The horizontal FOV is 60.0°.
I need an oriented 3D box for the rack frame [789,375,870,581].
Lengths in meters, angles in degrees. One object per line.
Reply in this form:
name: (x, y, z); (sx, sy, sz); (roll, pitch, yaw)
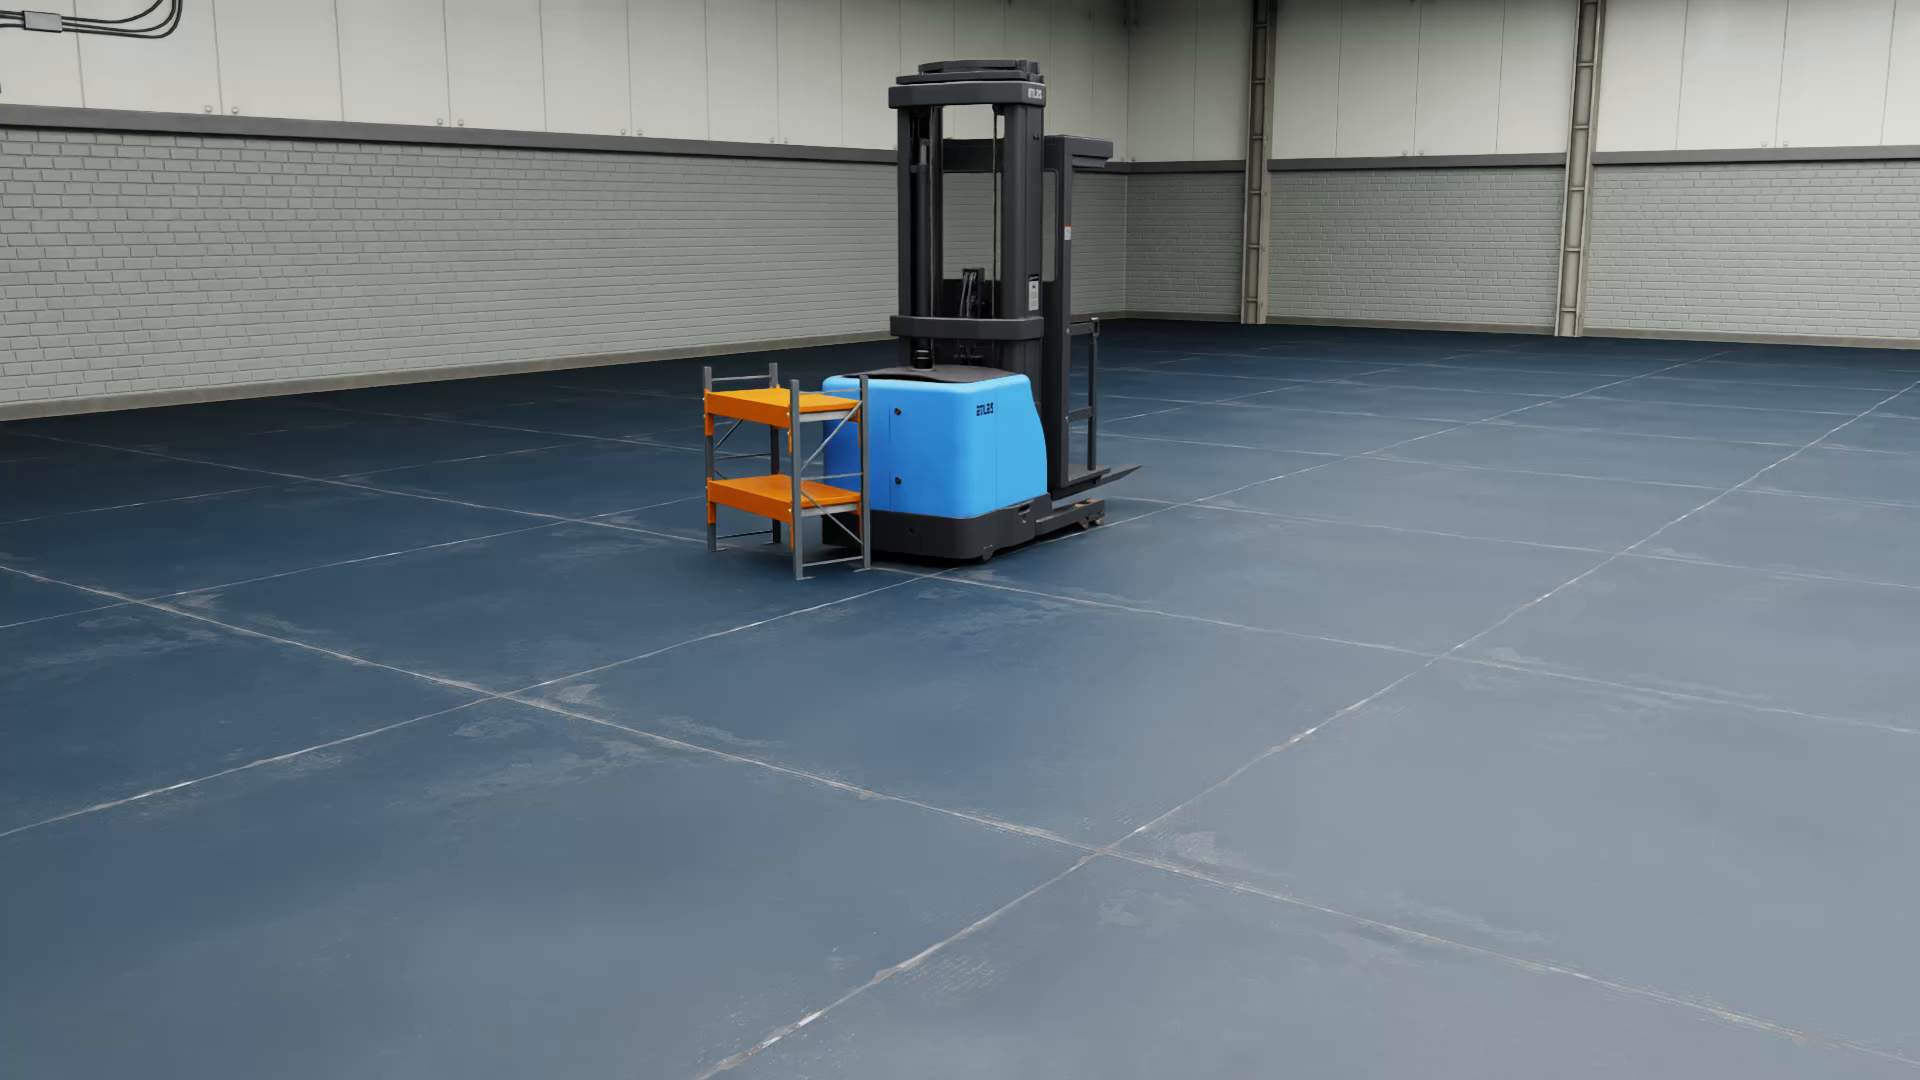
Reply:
rack frame: (-0.729, -0.353, 9.395); (0.500, 1.125, 0.032); (-8, 14, -36)

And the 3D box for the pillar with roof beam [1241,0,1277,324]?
pillar with roof beam: (3.142, -7.961, 27.990); (0.548, 9.000, 9.100); (8, 13, 36)

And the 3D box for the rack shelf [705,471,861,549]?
rack shelf: (-1.031, -0.191, 9.843); (0.538, 0.278, 1.000); (-8, 14, -36)

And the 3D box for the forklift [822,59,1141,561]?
forklift: (0.313, -1.551, 10.830); (1.130, 2.935, 3.031); (6, 12, 28)

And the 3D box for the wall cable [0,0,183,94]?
wall cable: (-8.915, -7.453, 16.408); (0.169, 6.003, 2.305); (8, 13, 36)

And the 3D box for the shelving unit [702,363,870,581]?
shelving unit: (-1.031, -0.431, 9.797); (0.538, 1.125, 1.048); (-8, 14, -36)

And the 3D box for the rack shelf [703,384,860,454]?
rack shelf: (-1.031, -0.719, 9.741); (0.538, 0.278, 1.000); (-8, 14, -36)

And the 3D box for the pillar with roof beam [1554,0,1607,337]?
pillar with roof beam: (7.978, -7.287, 24.503); (0.400, 9.000, 9.100); (8, 13, 36)

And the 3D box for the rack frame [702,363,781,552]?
rack frame: (-1.333, -0.509, 10.199); (0.500, 1.125, 0.032); (-8, 14, -36)
